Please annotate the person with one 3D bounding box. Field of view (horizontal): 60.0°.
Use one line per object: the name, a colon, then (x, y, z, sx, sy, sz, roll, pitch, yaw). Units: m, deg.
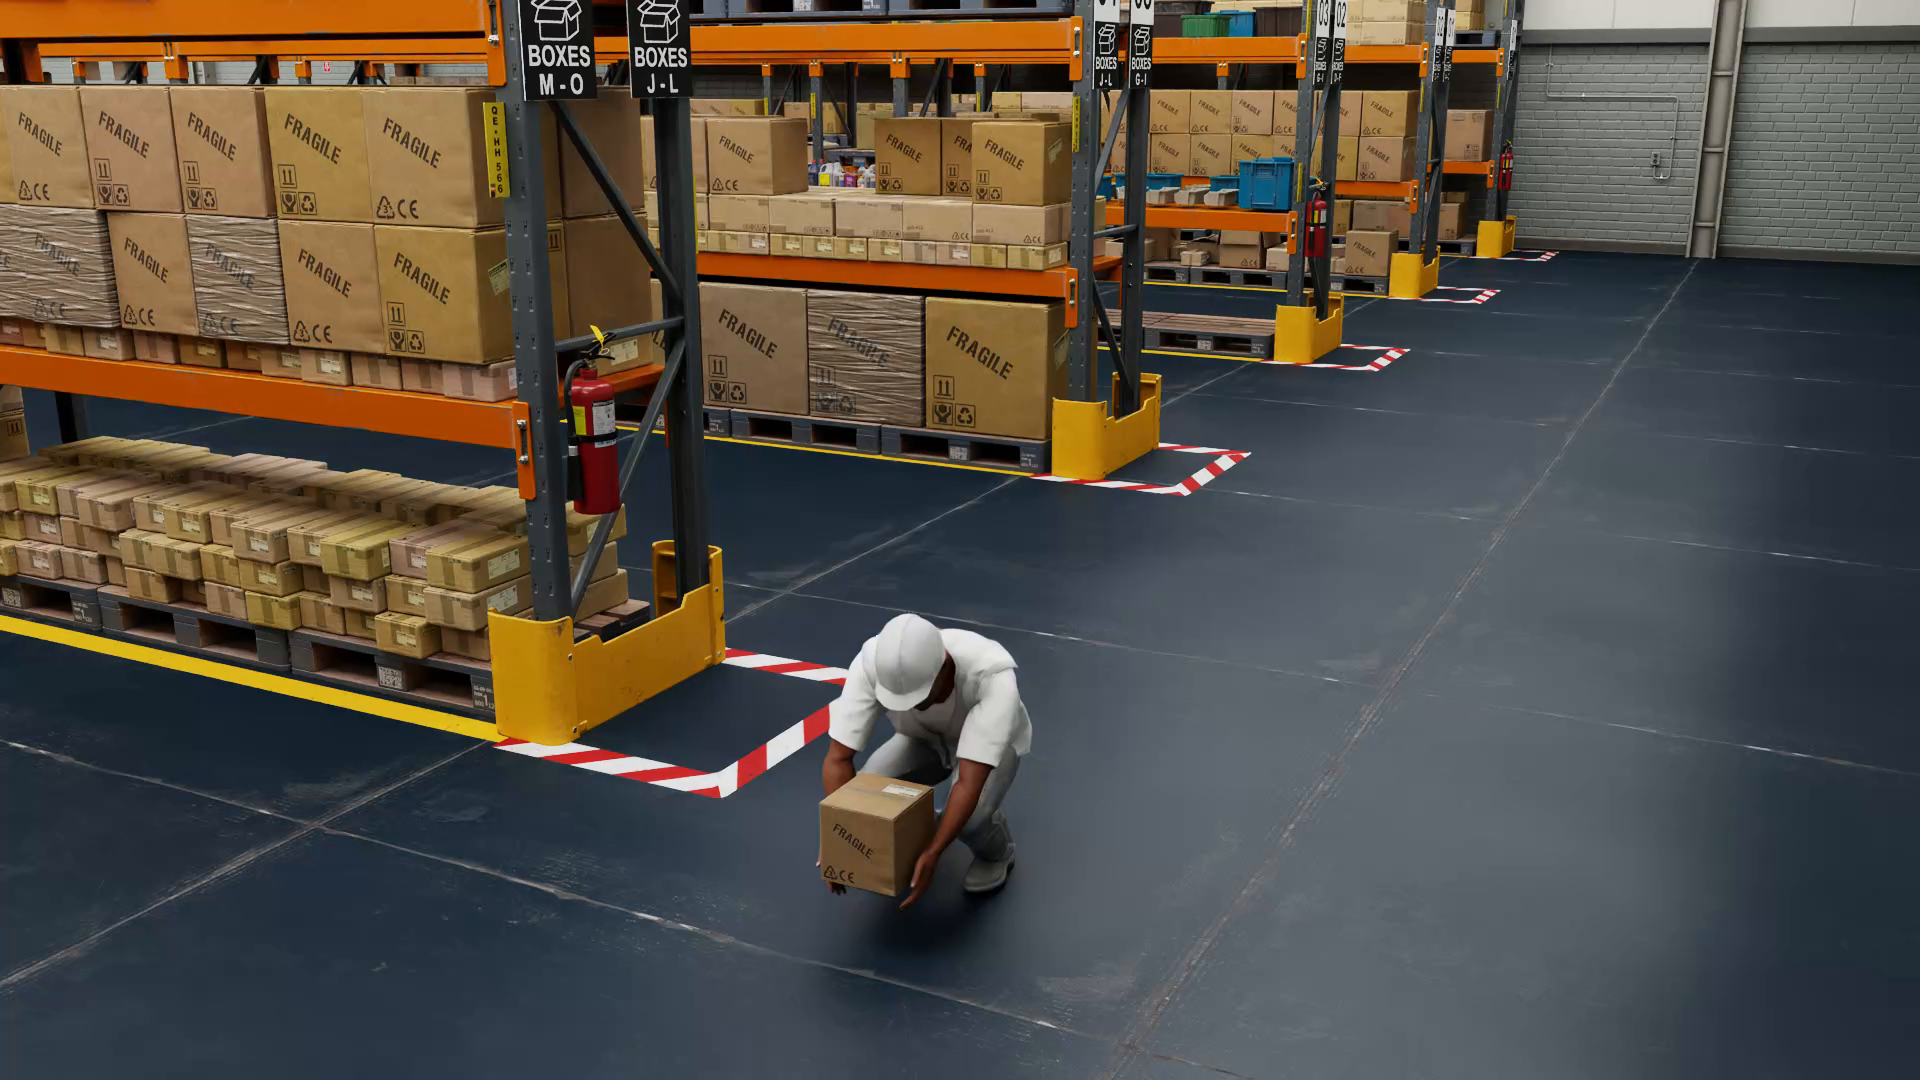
person: (-0.073, 0.632, 5.173, 0.590, 0.996, 0.883, 8, 17, 26)
